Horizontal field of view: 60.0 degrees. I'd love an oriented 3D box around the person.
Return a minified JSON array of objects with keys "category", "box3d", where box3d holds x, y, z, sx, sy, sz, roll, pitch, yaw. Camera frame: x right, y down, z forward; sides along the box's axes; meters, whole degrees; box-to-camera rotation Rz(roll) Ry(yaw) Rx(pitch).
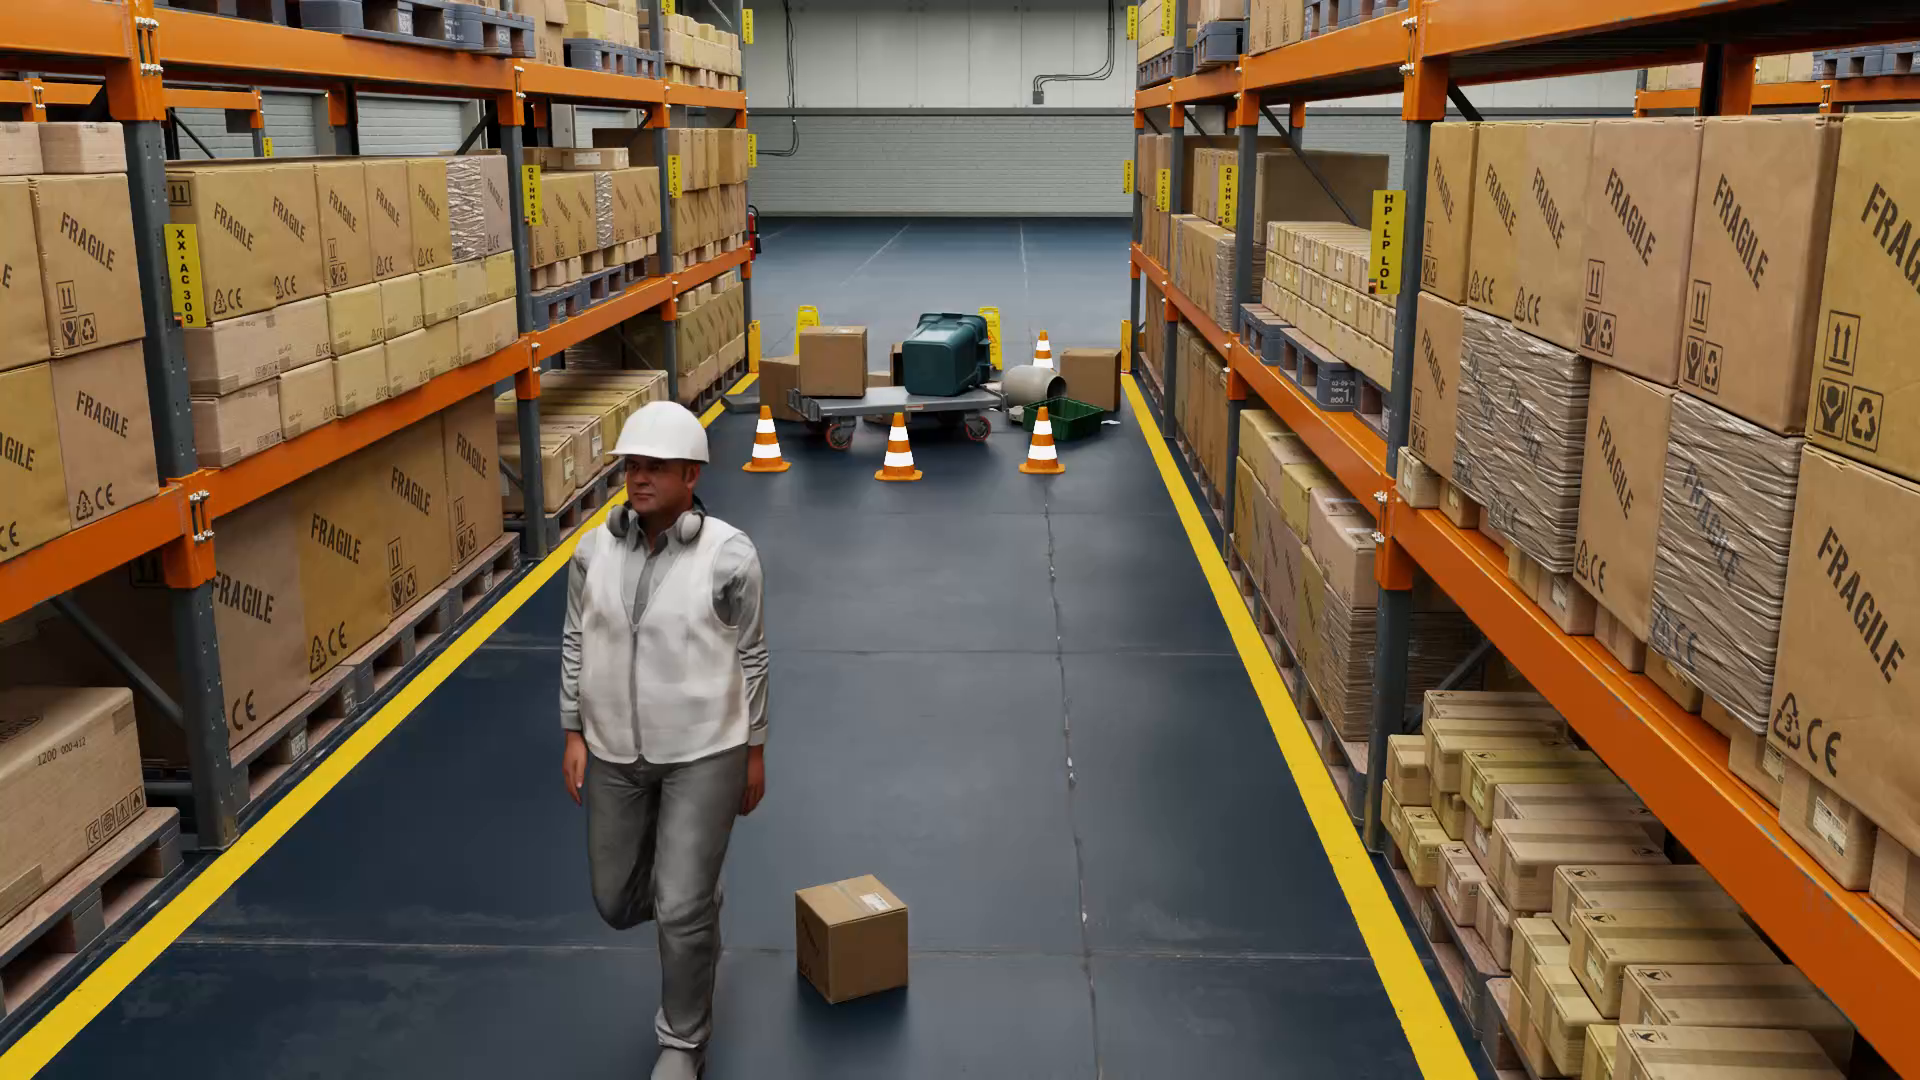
[{"category":"person","box3d":[-0.759,0.509,4.321,0.549,1.750,0.744,3,14,14]}]
